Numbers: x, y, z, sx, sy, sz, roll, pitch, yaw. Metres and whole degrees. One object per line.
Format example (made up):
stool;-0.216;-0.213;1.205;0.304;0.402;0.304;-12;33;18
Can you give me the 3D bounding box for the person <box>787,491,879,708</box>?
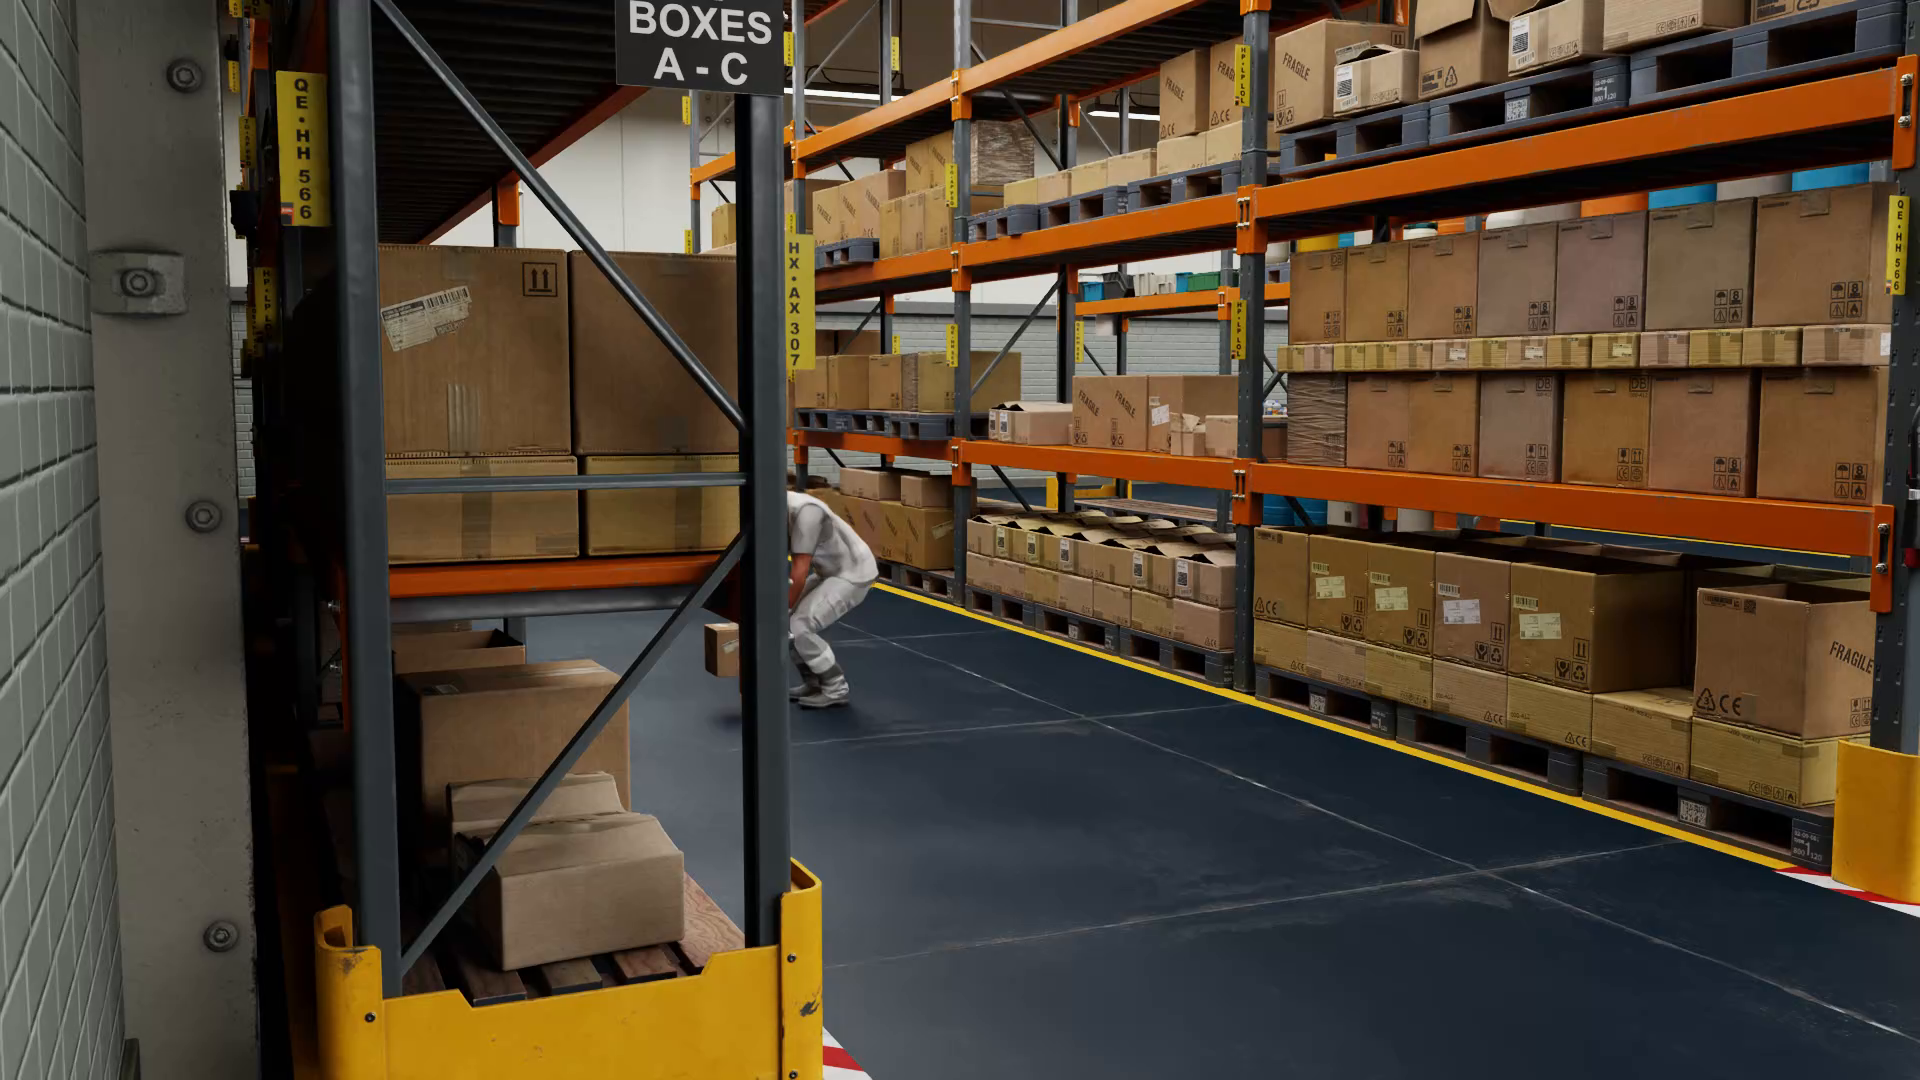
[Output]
person;-0.838;0.255;9.001;0.816;1.295;0.585;-2;6;-24
